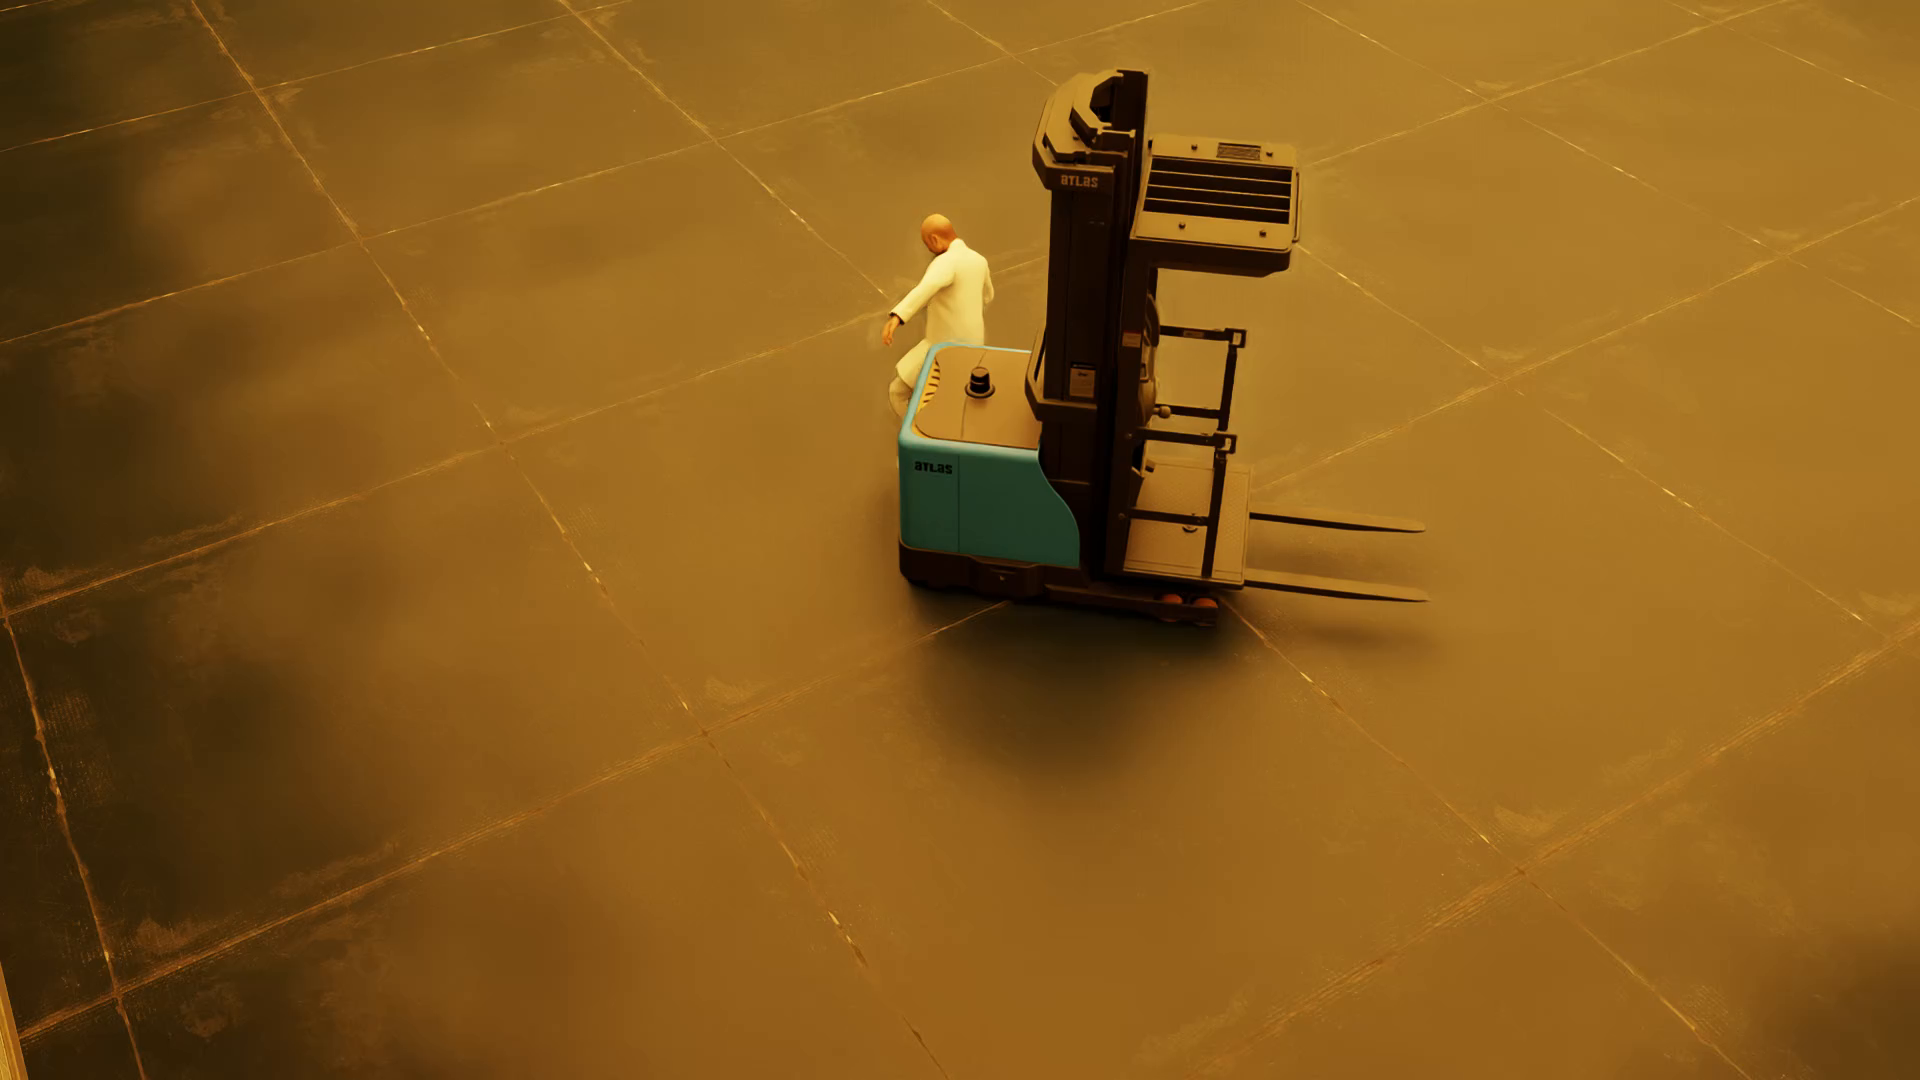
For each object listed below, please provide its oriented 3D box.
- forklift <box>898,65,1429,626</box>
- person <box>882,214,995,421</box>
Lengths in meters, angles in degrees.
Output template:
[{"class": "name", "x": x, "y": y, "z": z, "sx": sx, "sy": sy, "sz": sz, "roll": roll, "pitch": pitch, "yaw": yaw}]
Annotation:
[{"class": "forklift", "x": 1.210, "y": -0.990, "z": 9.003, "sx": 3.031, "sy": 2.935, "sz": 1.130, "roll": 7, "pitch": 42, "yaw": 8}, {"class": "person", "x": -0.131, "y": -1.203, "z": 10.350, "sx": 0.787, "sy": 1.511, "sz": 1.232, "roll": 31, "pitch": 50, "yaw": 30}]
